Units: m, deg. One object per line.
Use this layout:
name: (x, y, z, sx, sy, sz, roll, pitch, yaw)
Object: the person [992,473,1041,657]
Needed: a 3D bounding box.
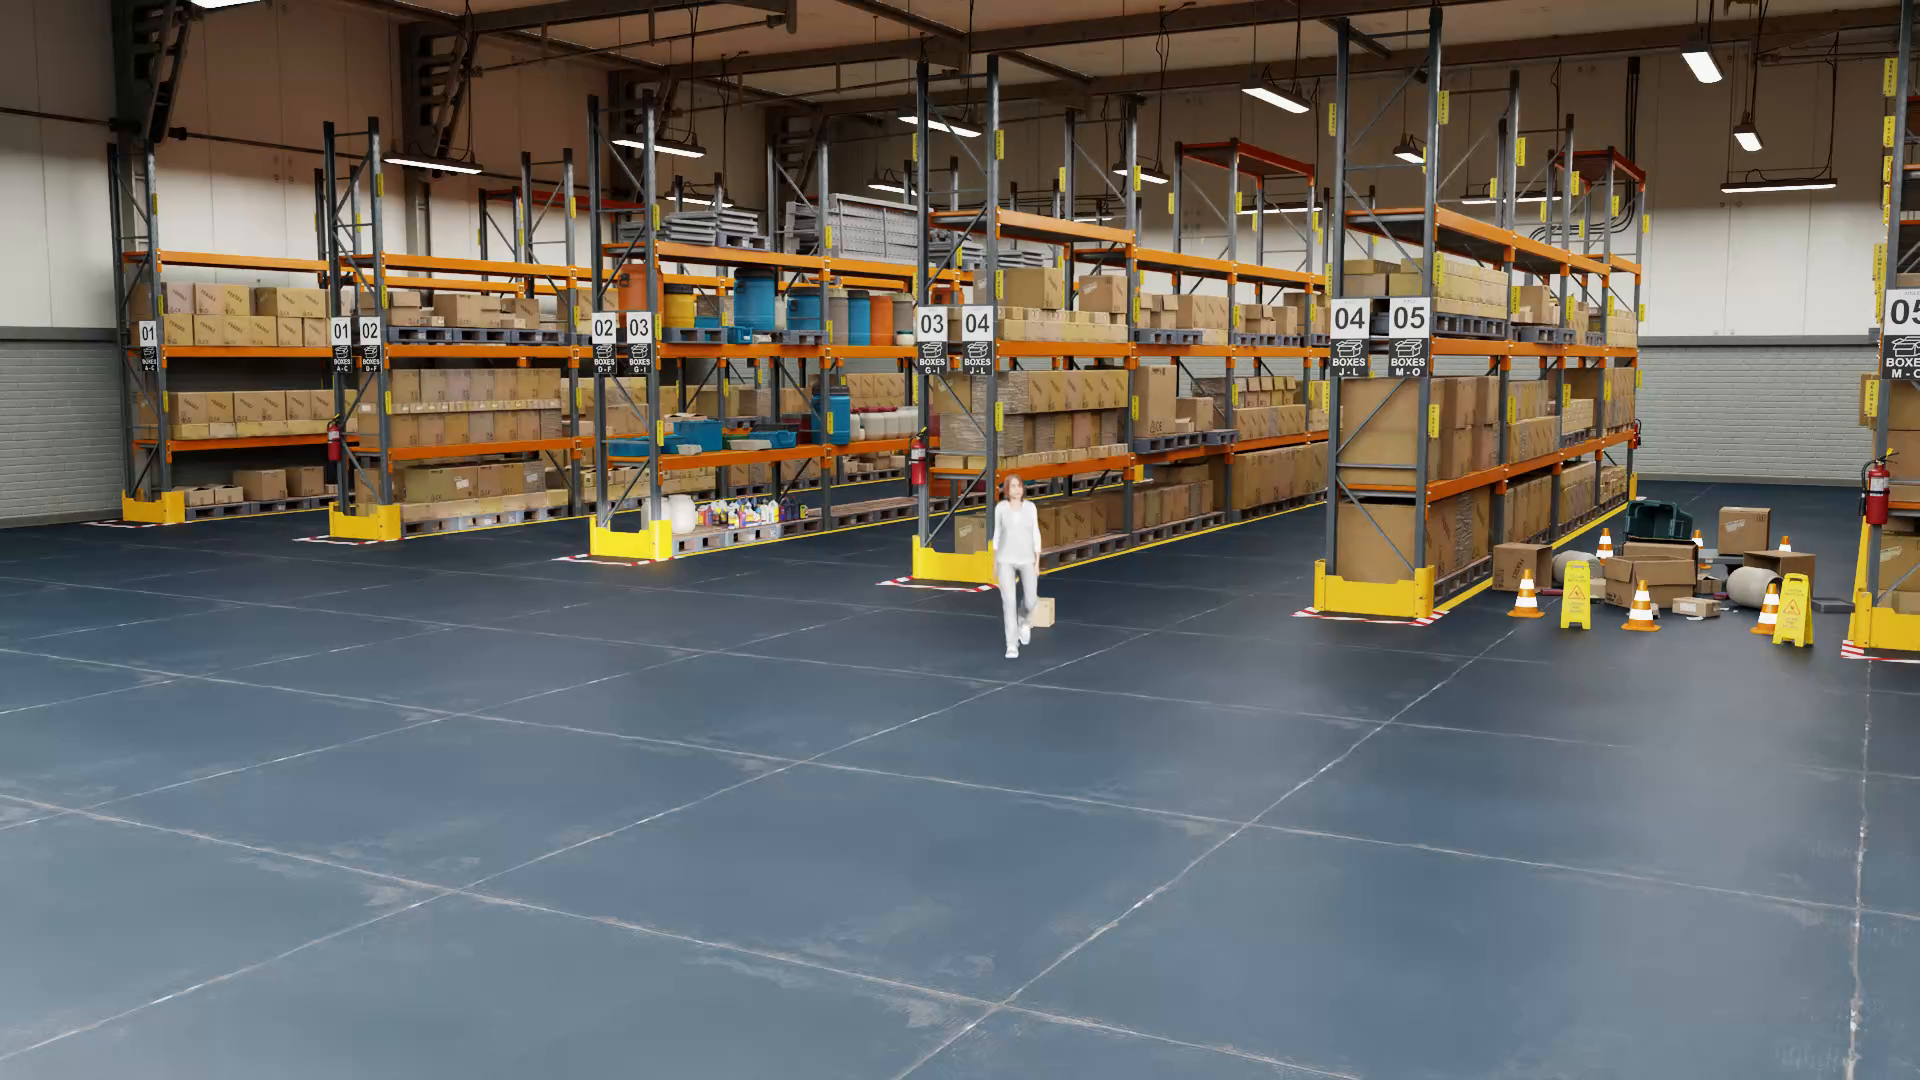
person: (0.491, 0.207, 14.475, 0.429, 1.576, 0.584, 0, 6, -2)
